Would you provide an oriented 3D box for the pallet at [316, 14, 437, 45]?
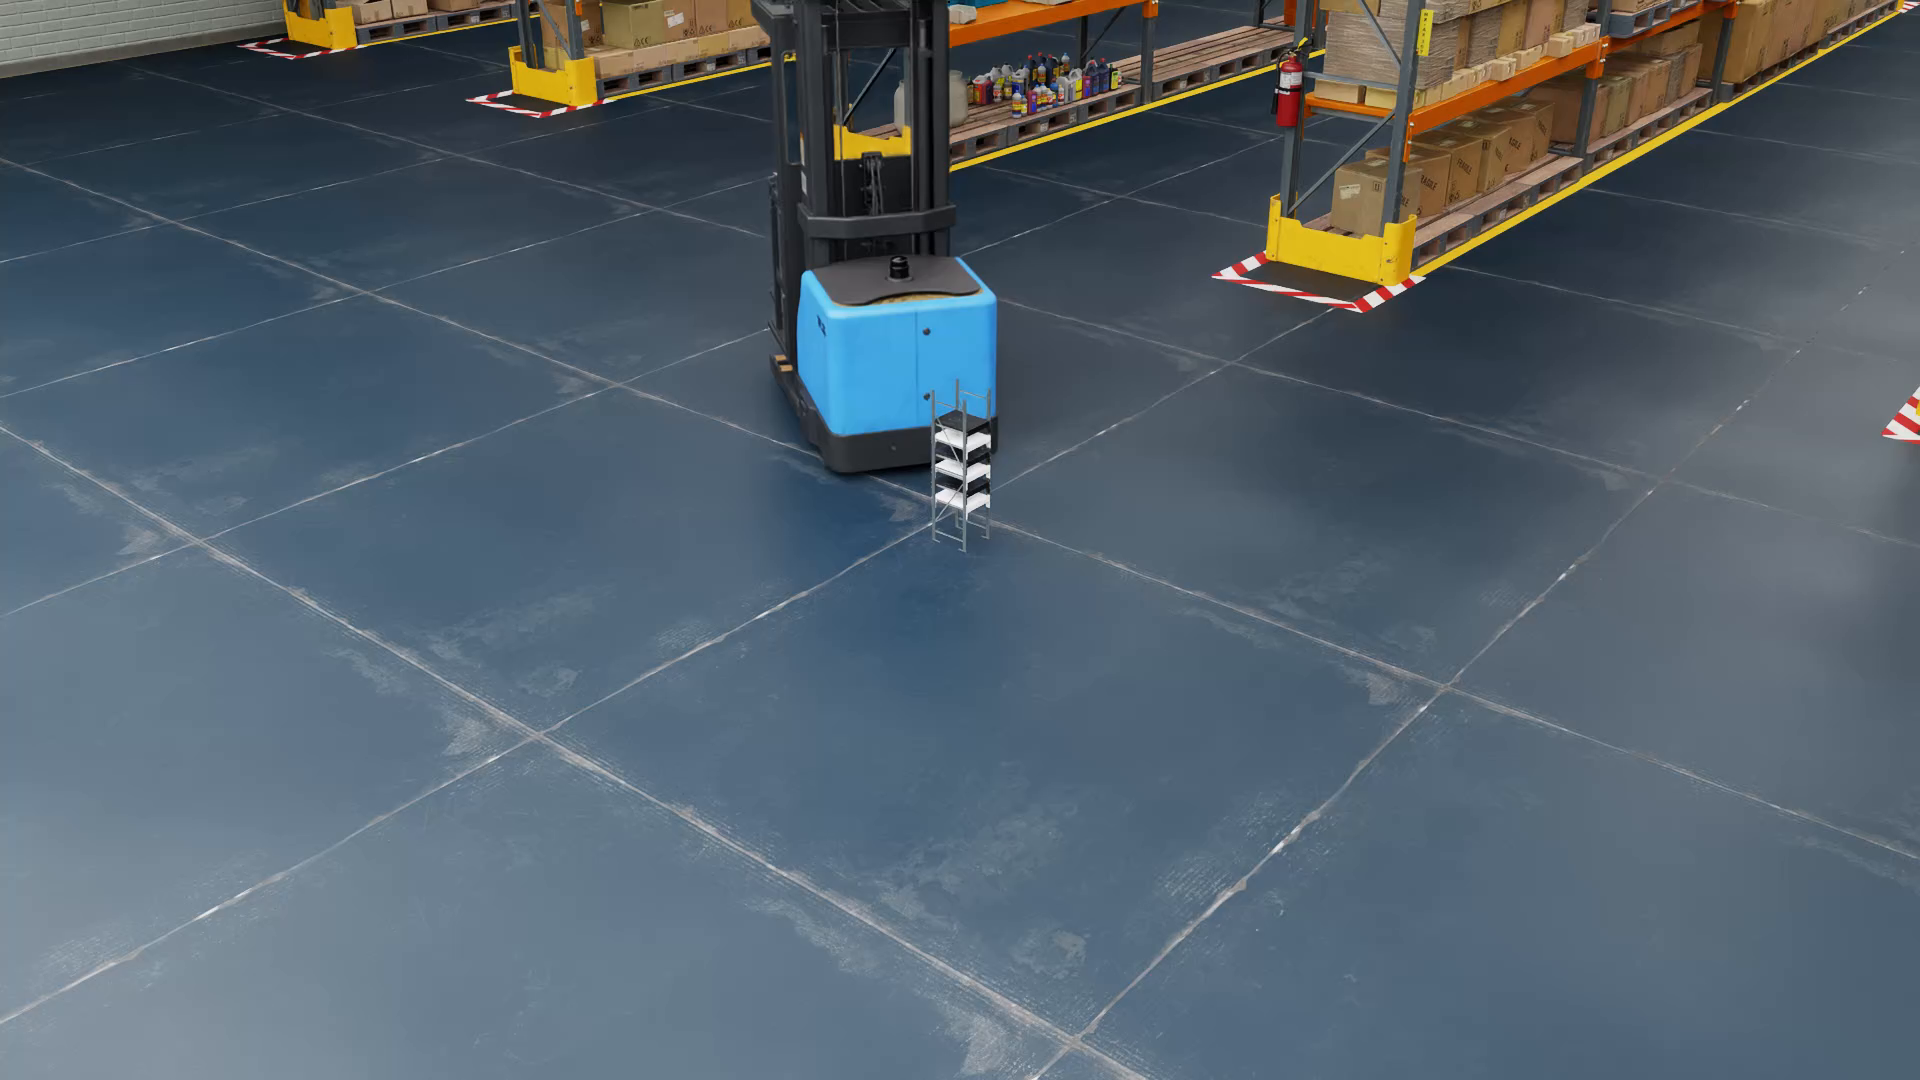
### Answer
[{"bbox_3d":[-7.859,-6.936,22.428,1.003,0.211,1.213,21,34,34],"label":"pallet"}]

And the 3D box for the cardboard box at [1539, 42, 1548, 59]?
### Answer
[{"bbox_3d":[4.944,-4.343,14.654,0.380,0.149,0.250,21,34,34],"label":"cardboard box"}]

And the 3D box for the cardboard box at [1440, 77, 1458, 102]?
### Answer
[{"bbox_3d":[3.725,-3.614,13.245,0.380,0.149,0.250,21,34,34],"label":"cardboard box"}]

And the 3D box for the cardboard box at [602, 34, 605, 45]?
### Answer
[{"bbox_3d":[-4.205,-5.846,19.822,0.500,0.250,0.500,21,34,34],"label":"cardboard box"}]

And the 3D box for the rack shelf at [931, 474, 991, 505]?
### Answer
[{"bbox_3d":[0.005,-0.293,9.105,0.258,0.077,0.200,21,34,34],"label":"rack shelf"}]

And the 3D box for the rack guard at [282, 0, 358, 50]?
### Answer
[{"bbox_3d":[-8.403,-6.787,21.825,1.175,0.500,0.348,21,34,34],"label":"rack guard"}]

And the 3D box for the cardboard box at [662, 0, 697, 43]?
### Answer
[{"bbox_3d":[-3.489,-6.206,19.701,0.500,0.500,0.500,21,34,34],"label":"cardboard box"}]

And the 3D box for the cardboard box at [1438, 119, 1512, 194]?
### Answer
[{"bbox_3d":[4.581,-3.443,14.904,0.500,0.500,0.500,17,32,30],"label":"cardboard box"}]

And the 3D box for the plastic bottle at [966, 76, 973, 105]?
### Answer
[{"bbox_3d":[0.083,-4.790,17.721,0.061,0.283,0.133,22,34,36],"label":"plastic bottle"}]

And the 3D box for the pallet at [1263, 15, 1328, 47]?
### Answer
[{"bbox_3d":[4.751,-6.864,22.289,1.003,0.211,1.213,21,34,34],"label":"pallet"}]

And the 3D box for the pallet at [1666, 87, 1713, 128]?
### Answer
[{"bbox_3d":[7.605,-4.848,18.392,1.003,0.211,1.213,21,34,34],"label":"pallet"}]

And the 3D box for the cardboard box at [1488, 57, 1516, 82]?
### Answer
[{"bbox_3d":[4.409,-3.950,13.895,0.380,0.149,0.250,21,34,34],"label":"cardboard box"}]

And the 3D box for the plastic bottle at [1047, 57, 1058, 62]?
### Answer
[{"bbox_3d":[1.012,-5.271,18.660,0.152,0.276,0.135,22,35,36],"label":"plastic bottle"}]

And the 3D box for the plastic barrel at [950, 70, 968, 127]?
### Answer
[{"bbox_3d":[-0.128,-4.489,16.914,0.421,0.512,0.421,0,27,0],"label":"plastic barrel"}]

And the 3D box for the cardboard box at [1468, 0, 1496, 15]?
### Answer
[{"bbox_3d":[3.898,-4.438,13.044,0.500,0.500,0.500,21,34,34],"label":"cardboard box"}]

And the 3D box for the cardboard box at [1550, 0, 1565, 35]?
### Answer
[{"bbox_3d":[4.880,-4.813,14.857,0.875,0.500,0.500,21,34,34],"label":"cardboard box"}]

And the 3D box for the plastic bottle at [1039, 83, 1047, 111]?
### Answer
[{"bbox_3d":[0.868,-4.667,17.497,0.097,0.271,0.097,0,27,0],"label":"plastic bottle"}]

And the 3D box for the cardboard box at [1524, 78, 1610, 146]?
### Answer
[{"bbox_3d":[5.966,-4.242,16.427,0.700,0.500,0.500,18,32,31],"label":"cardboard box"}]

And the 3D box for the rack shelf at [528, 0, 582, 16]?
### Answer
[{"bbox_3d":[-3.355,-6.813,19.938,1.077,0.370,4.000,21,34,34],"label":"rack shelf"}]

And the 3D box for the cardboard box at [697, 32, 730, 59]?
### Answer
[{"bbox_3d":[-3.159,-6.045,20.207,0.500,0.250,0.500,21,34,34],"label":"cardboard box"}]

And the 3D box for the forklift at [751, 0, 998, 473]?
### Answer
[{"bbox_3d":[-0.669,-2.359,10.621,1.130,2.935,3.031,-8,28,-14],"label":"forklift"}]

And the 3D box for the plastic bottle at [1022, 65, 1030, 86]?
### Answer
[{"bbox_3d":[0.719,-5.081,18.299,0.097,0.271,0.097,0,27,0],"label":"plastic bottle"}]

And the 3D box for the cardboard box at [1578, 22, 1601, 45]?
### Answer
[{"bbox_3d":[5.649,-4.671,15.289,0.380,0.149,0.250,21,34,34],"label":"cardboard box"}]

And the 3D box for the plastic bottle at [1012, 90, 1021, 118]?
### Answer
[{"bbox_3d":[0.587,-4.510,17.194,0.097,0.271,0.097,0,27,0],"label":"plastic bottle"}]

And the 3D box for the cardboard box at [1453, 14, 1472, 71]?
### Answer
[{"bbox_3d":[3.611,-4.103,13.484,0.875,0.500,0.500,21,34,34],"label":"cardboard box"}]

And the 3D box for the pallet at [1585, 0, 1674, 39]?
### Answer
[{"bbox_3d":[6.158,-5.088,16.030,1.003,0.211,1.213,21,34,34],"label":"pallet"}]

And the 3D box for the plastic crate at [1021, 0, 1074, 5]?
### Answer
[{"bbox_3d":[0.900,-5.626,17.147,0.530,0.136,0.437,21,34,34],"label":"plastic crate"}]

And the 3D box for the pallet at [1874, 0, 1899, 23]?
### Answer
[{"bbox_3d":[12.744,-7.655,23.817,1.003,0.211,1.213,21,34,34],"label":"pallet"}]

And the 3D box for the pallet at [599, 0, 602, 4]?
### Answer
[{"bbox_3d":[-5.413,-8.326,25.115,1.003,0.211,1.213,21,34,34],"label":"pallet"}]

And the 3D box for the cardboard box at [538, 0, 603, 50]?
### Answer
[{"bbox_3d":[-4.515,-5.999,19.301,0.500,0.500,0.500,21,34,34],"label":"cardboard box"}]

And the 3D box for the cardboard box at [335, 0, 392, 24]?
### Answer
[{"bbox_3d":[-7.942,-7.090,22.138,0.500,0.311,0.500,17,32,29],"label":"cardboard box"}]

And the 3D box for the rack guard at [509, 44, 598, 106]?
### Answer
[{"bbox_3d":[-4.642,-5.305,18.960,1.175,0.500,0.348,21,34,34],"label":"rack guard"}]

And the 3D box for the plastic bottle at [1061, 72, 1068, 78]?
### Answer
[{"bbox_3d":[1.127,-4.907,17.949,0.061,0.283,0.133,21,34,34],"label":"plastic bottle"}]

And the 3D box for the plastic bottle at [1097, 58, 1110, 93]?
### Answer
[{"bbox_3d":[1.550,-5.099,18.246,0.144,0.351,0.185,20,33,33],"label":"plastic bottle"}]

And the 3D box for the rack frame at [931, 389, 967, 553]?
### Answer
[{"bbox_3d":[-0.059,-0.367,8.979,0.240,0.900,0.006,21,34,34],"label":"rack frame"}]

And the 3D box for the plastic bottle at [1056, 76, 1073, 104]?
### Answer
[{"bbox_3d":[1.116,-4.827,17.801,0.152,0.276,0.135,21,34,35],"label":"plastic bottle"}]

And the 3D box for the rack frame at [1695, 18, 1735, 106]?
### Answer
[{"bbox_3d":[8.103,-6.363,18.286,1.000,3.000,0.127,21,34,34],"label":"rack frame"}]

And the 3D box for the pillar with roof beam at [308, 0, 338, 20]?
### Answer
[{"bbox_3d":[-5.352,-9.777,18.356,9.100,9.000,0.400,21,34,34],"label":"pillar with roof beam"}]

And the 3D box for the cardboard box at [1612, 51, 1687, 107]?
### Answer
[{"bbox_3d":[7.350,-5.005,17.901,0.700,0.500,0.500,18,32,30],"label":"cardboard box"}]

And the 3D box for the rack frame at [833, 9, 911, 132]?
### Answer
[{"bbox_3d":[-0.807,-4.975,15.601,1.000,3.000,0.127,21,34,34],"label":"rack frame"}]

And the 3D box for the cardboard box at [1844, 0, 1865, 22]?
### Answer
[{"bbox_3d":[11.702,-7.554,22.443,0.875,0.875,0.875,21,34,34],"label":"cardboard box"}]

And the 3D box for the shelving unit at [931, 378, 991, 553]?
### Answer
[{"bbox_3d":[0.005,-0.403,9.049,0.258,0.900,0.210,21,34,34],"label":"shelving unit"}]

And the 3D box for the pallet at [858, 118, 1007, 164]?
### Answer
[{"bbox_3d":[-0.274,-4.063,16.875,1.003,0.211,1.213,21,34,34],"label":"pallet"}]

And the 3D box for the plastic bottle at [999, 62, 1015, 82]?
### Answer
[{"bbox_3d":[0.513,-5.029,18.111,0.144,0.351,0.185,20,34,34],"label":"plastic bottle"}]

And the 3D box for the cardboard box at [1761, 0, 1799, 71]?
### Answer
[{"bbox_3d":[9.131,-6.159,19.746,1.225,0.875,0.875,21,34,35],"label":"cardboard box"}]
